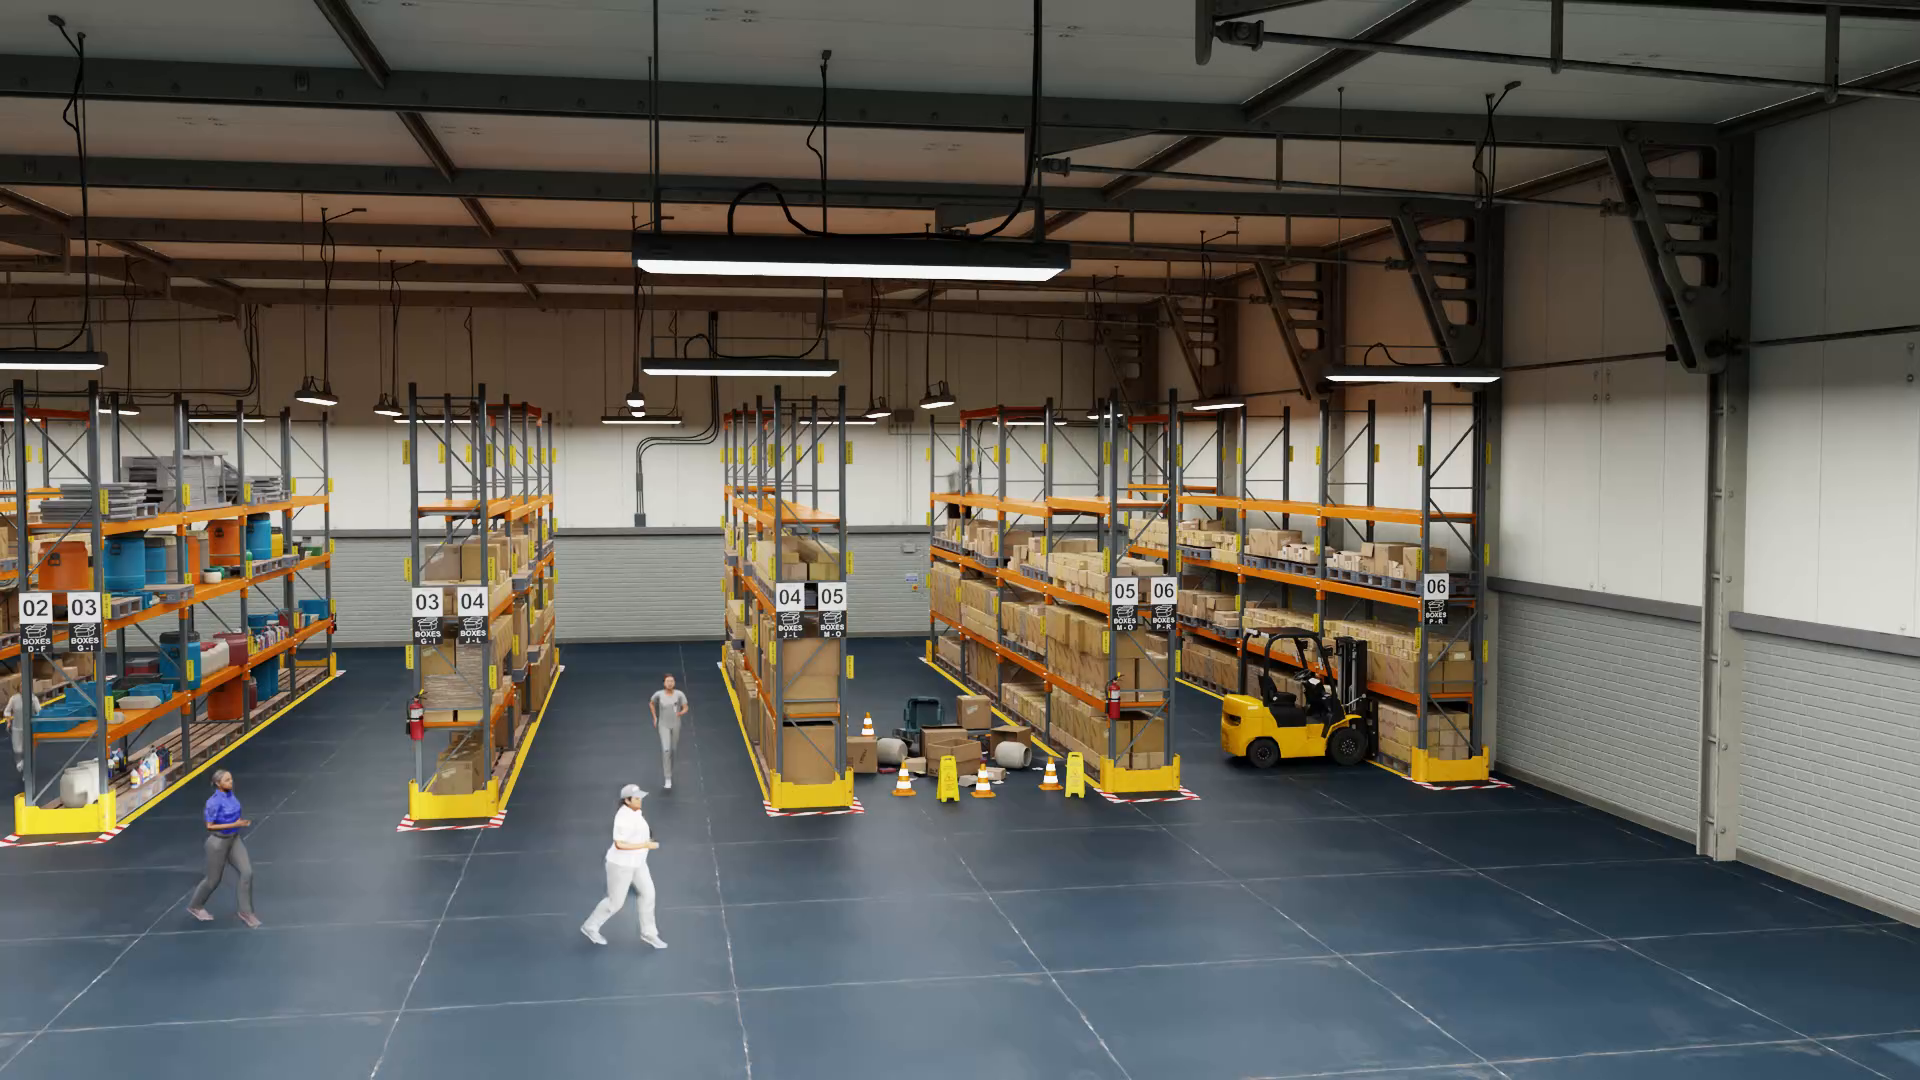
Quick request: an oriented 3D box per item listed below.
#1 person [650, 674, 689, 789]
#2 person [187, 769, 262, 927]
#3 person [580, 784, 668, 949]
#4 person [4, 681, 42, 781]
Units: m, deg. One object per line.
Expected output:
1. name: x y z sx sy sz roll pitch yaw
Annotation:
1. person: -4.423 2.878 25.359 0.559 1.703 0.839 -1 3 -20
2. person: -7.848 3.281 17.663 0.794 1.716 0.564 1 3 14
3. person: -3.417 3.320 16.874 0.866 1.699 0.572 1 3 12
4. person: -14.402 2.940 25.556 0.514 1.538 0.537 -1 3 -26
